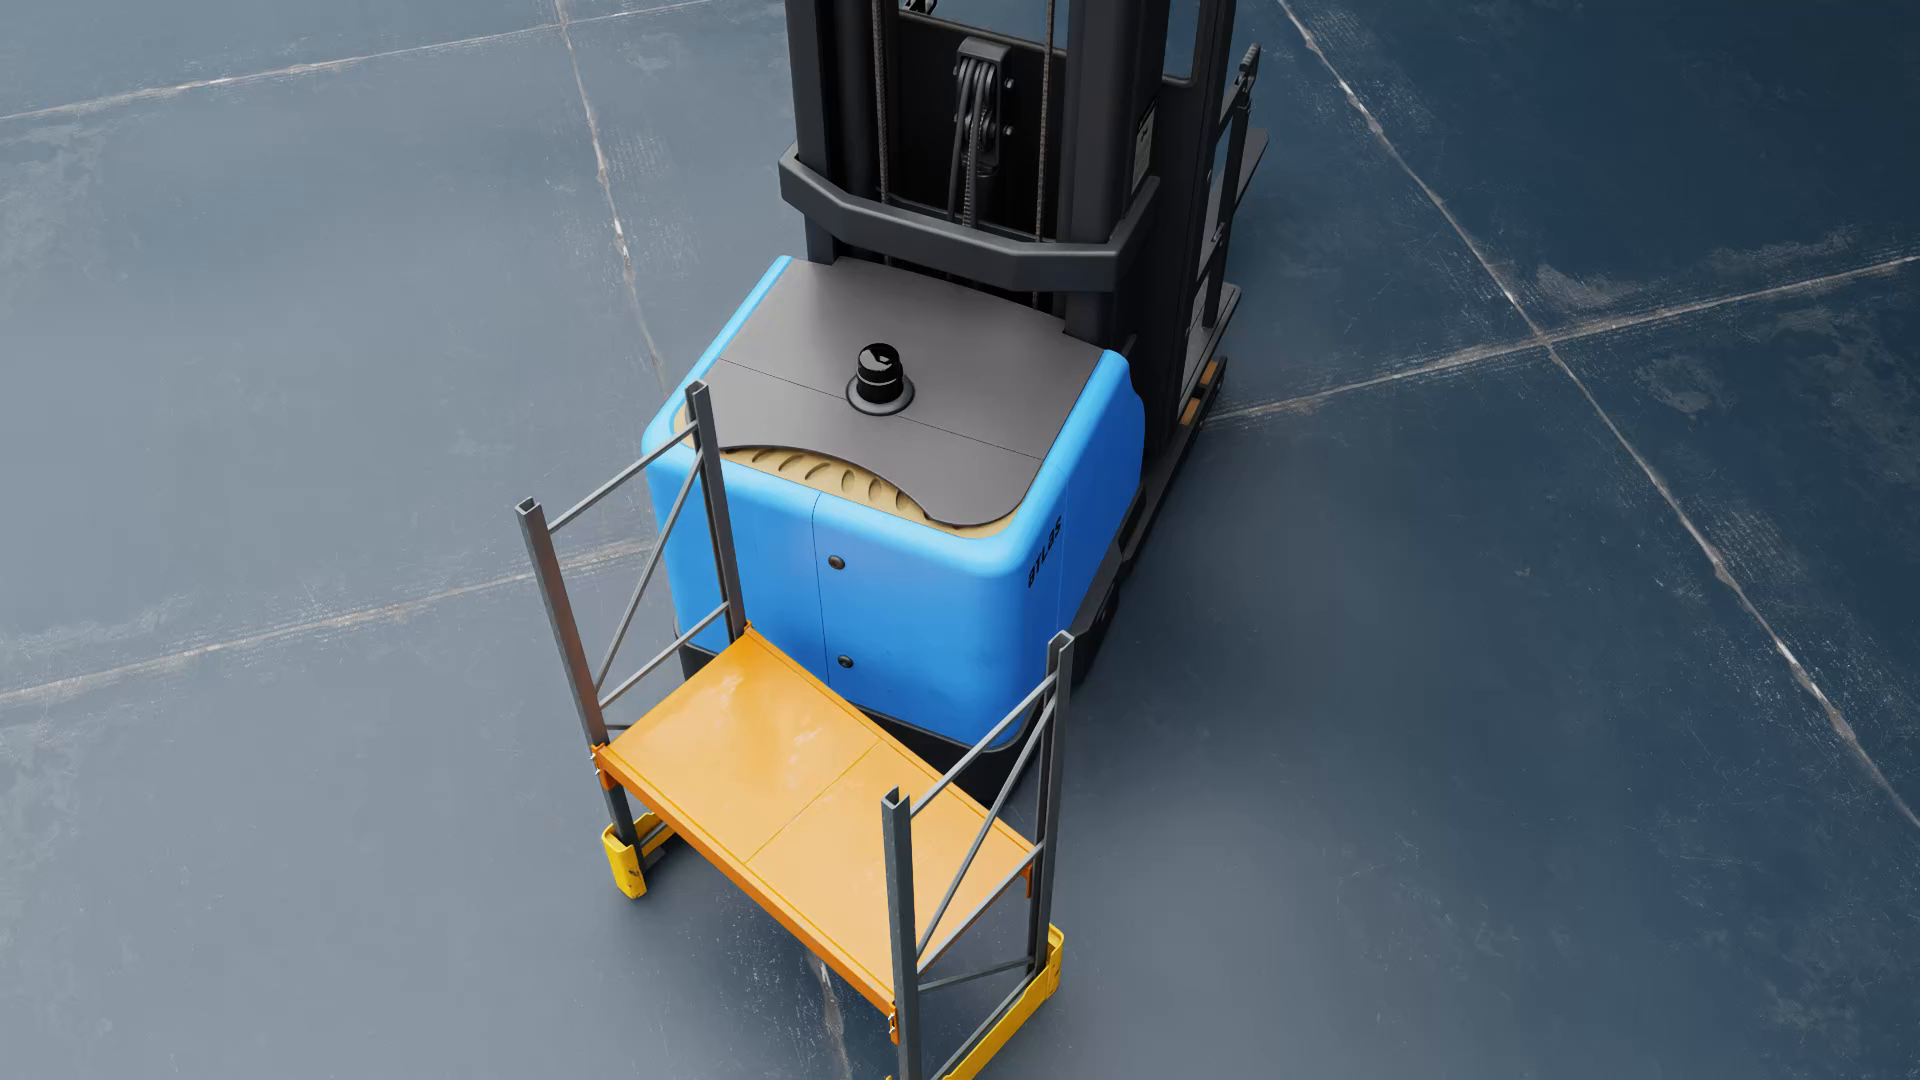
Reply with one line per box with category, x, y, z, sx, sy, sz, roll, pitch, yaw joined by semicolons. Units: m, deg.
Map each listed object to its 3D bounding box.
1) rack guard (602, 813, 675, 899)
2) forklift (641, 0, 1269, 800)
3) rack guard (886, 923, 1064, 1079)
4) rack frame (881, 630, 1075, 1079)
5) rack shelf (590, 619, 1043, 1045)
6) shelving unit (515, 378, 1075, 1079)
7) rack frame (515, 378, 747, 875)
rack guard;-0.704;0.696;4.499;0.087;0.250;0.587;34;58;25
forklift;0.248;-1.381;4.497;1.130;2.935;3.031;18;52;15
rack guard;0.038;1.205;4.071;0.087;0.250;0.587;34;58;25
rack frame;0.039;0.803;3.593;0.032;1.500;0.500;34;58;25
rack shelf;-0.340;0.659;3.949;1.000;0.185;0.538;34;58;25
shelving unit;-0.333;0.548;3.807;1.083;1.500;0.587;34;58;25
rack frame;-0.718;0.284;4.030;0.032;1.500;0.500;34;58;25
